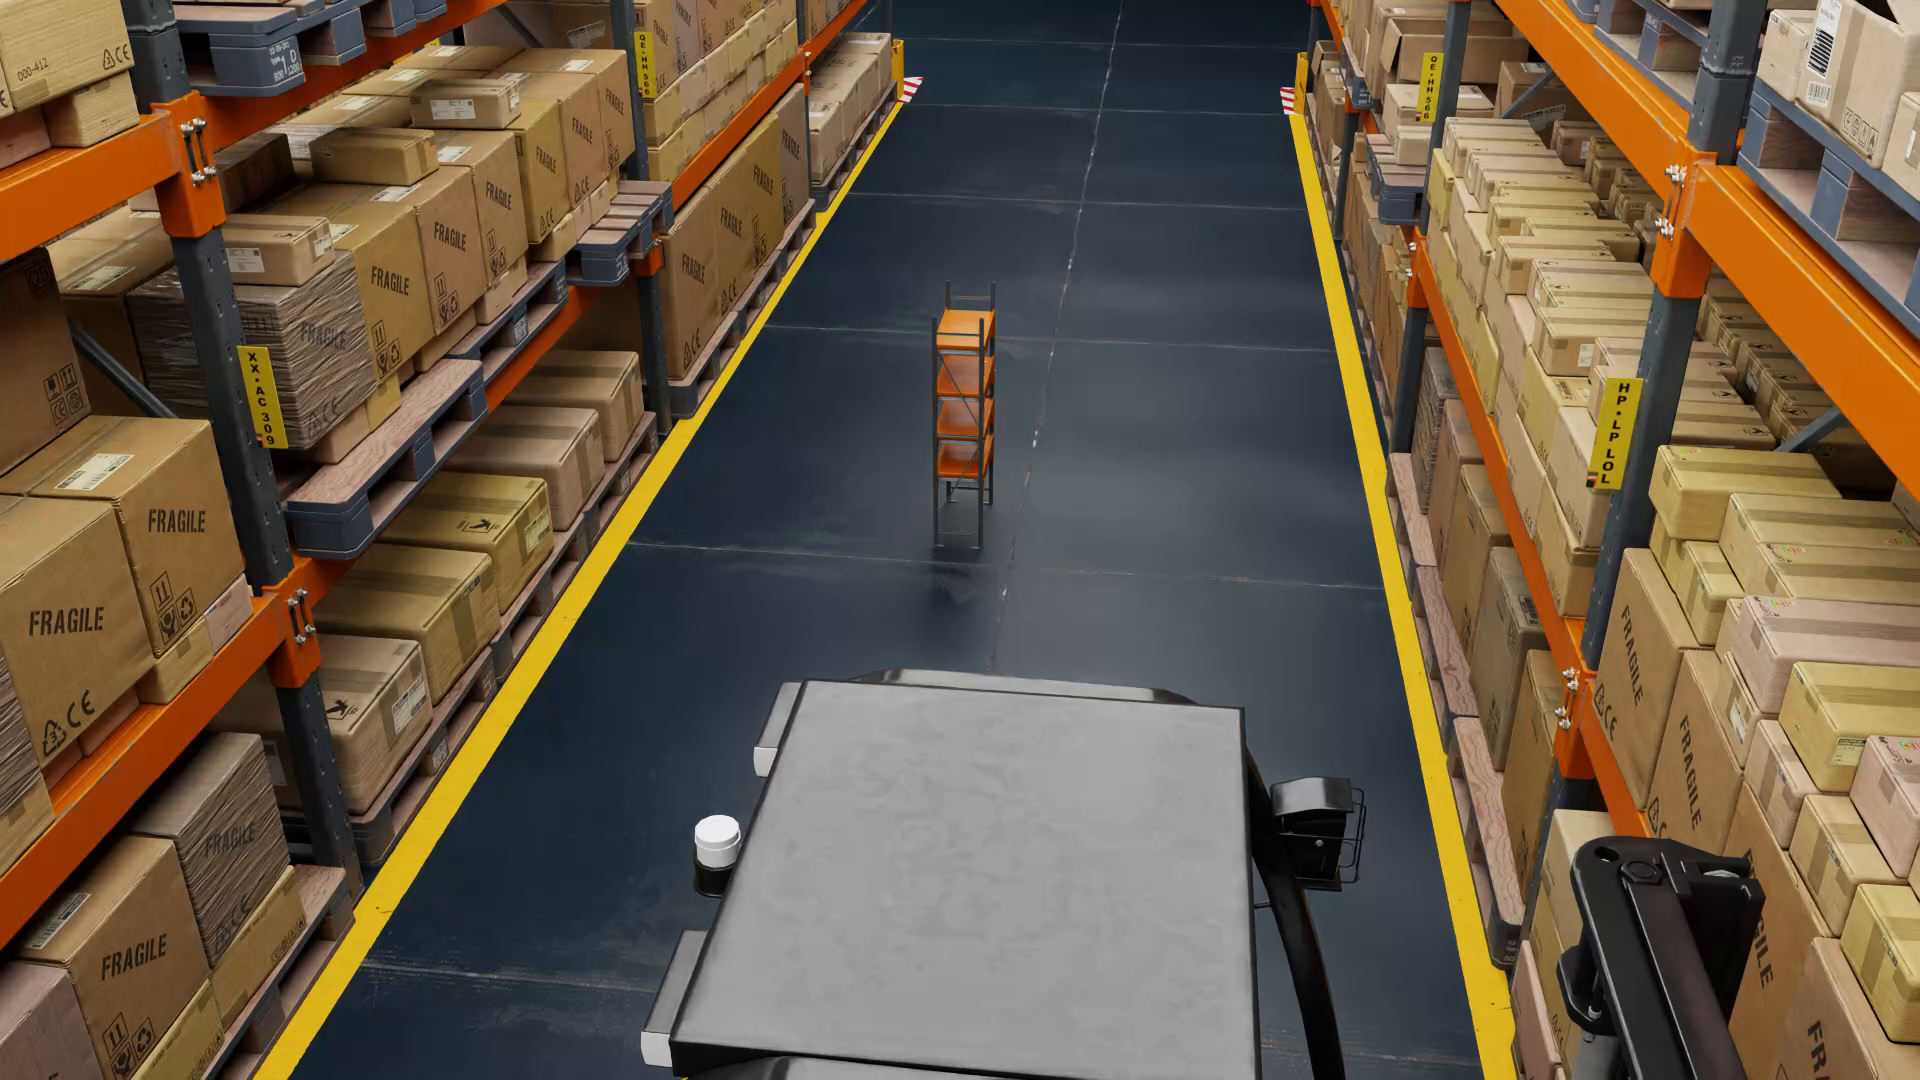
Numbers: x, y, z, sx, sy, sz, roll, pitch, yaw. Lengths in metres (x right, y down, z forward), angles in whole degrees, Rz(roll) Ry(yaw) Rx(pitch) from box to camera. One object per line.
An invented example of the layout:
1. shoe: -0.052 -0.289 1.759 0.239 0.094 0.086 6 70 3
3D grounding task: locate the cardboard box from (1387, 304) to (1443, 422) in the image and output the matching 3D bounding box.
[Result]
1. cardboard box: 2.633 -0.962 9.066 0.500 0.500 0.500 4 29 8

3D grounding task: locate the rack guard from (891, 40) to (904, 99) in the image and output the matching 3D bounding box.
1. rack guard: -1.149 -4.629 16.316 1.175 0.500 0.348 3 28 6

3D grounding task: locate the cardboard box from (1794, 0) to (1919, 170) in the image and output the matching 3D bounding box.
1. cardboard box: 1.961 -0.916 3.171 0.500 0.311 0.500 4 29 7

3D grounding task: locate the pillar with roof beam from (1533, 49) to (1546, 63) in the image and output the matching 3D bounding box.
1. pillar with roof beam: -0.008 -6.716 11.228 9.100 9.000 0.400 3 28 6

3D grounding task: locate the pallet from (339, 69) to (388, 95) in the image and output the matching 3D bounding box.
1. pallet: -6.221 -4.315 16.037 1.003 0.211 1.213 3 28 6

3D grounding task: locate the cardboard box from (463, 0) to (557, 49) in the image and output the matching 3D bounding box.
1. cardboard box: -2.328 -2.696 8.931 0.500 0.500 0.500 3 28 5

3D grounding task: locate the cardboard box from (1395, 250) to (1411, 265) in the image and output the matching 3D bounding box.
1. cardboard box: 2.683 -1.535 9.446 0.380 0.149 0.250 2 28 5

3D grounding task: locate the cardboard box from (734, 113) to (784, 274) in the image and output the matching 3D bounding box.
1. cardboard box: -1.741 -2.363 11.271 0.875 0.875 0.875 4 29 8

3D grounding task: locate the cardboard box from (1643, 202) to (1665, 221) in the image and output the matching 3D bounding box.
1. cardboard box: 2.925 -1.222 6.567 0.380 0.149 0.250 3 28 5

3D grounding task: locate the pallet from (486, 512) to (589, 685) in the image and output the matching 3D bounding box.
1. pallet: -2.381 0.215 7.628 1.003 0.211 1.213 3 28 6

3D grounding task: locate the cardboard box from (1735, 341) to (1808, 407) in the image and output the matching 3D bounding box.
1. cardboard box: 2.677 -0.507 5.239 0.380 0.149 0.250 3 28 6

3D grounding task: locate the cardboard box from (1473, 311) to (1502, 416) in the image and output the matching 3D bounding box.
1. cardboard box: 2.310 -0.682 6.512 0.500 0.250 0.500 4 29 8

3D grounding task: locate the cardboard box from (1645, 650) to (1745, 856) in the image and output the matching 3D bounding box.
1. cardboard box: 1.944 0.613 3.845 0.500 0.500 0.500 4 29 7

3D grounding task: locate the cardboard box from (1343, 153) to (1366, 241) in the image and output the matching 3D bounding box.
1. cardboard box: 3.002 -2.419 11.770 0.500 0.500 0.500 5 29 8

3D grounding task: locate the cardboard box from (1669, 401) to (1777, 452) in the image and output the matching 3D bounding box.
1. cardboard box: 2.126 -0.287 4.830 0.380 0.149 0.250 4 29 8

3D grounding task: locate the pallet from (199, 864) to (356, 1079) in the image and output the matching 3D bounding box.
1. pallet: -2.669 1.476 5.288 1.003 0.211 1.213 3 28 6

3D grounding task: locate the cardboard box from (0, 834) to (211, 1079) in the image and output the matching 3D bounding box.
1. cardboard box: -2.489 1.159 4.602 0.500 0.500 0.500 4 29 7

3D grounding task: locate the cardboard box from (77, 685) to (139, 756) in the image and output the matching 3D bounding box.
1. cardboard box: -2.492 0.446 4.525 0.380 0.149 0.250 3 29 6

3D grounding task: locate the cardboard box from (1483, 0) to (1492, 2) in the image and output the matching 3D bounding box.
1. cardboard box: 3.614 -3.831 12.044 0.500 0.250 0.500 3 28 6

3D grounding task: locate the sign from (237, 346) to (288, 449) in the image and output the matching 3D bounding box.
1. sign: -2.083 -0.423 4.960 0.100 0.325 0.005 3 28 6

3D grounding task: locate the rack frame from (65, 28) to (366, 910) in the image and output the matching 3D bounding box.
1. rack frame: -2.622 -0.070 5.217 1.000 3.000 0.127 3 28 6

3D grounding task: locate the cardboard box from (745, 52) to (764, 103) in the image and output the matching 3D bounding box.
1. cardboard box: -1.591 -3.068 10.940 0.500 0.250 0.500 3 28 5

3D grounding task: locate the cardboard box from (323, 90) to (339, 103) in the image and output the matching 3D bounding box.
1. cardboard box: -5.970 -4.142 15.338 0.380 0.149 0.250 2 28 4

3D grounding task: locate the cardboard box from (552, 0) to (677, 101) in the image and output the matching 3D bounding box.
1. cardboard box: -1.829 -2.655 8.856 0.500 0.500 0.500 2 28 5

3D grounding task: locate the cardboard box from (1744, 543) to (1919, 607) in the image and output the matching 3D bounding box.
1. cardboard box: 2.006 0.138 3.729 0.380 0.149 0.250 3 28 5

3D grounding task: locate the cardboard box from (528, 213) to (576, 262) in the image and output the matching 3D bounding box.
1. cardboard box: -1.945 -1.359 7.432 0.380 0.149 0.250 4 29 7

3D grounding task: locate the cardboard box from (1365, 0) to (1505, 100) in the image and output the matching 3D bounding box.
1. cardboard box: 2.844 -2.950 10.015 0.700 0.500 0.500 3 28 6

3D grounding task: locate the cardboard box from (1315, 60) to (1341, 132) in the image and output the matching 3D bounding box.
1. cardboard box: 3.463 -3.834 14.396 0.700 0.500 0.500 4 29 8

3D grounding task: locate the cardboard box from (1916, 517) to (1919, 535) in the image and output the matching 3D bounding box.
1. cardboard box: 2.494 0.040 3.911 0.380 0.149 0.250 3 28 5

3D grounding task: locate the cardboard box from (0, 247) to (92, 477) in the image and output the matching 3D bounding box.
1. cardboard box: -2.891 -0.491 4.525 0.700 0.500 0.500 3 28 6

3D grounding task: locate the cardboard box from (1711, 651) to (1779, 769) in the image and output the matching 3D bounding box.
1. cardboard box: 1.866 0.380 3.593 0.380 0.149 0.250 4 29 7

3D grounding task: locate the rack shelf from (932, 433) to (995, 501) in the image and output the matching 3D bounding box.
1. rack shelf: 0.020 -0.372 8.236 0.258 0.148 0.480 3 28 6

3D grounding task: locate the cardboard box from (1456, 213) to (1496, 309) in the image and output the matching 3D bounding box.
1. cardboard box: 2.353 -1.145 6.843 0.500 0.250 0.500 3 28 5

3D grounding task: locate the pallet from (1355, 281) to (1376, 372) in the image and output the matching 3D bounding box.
1. pallet: 3.076 -1.360 10.553 1.003 0.211 1.213 3 28 6

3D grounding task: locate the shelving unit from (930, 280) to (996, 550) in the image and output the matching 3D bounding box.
1. shelving unit: 0.020 -0.606 8.110 0.258 1.200 0.503 3 28 6

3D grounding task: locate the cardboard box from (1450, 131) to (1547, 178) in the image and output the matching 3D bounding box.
1. cardboard box: 2.432 -1.737 7.523 0.380 0.149 0.250 4 29 7

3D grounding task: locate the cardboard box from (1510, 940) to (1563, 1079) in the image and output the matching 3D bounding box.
1. cardboard box: 1.917 1.451 4.851 0.500 0.250 0.500 4 29 7

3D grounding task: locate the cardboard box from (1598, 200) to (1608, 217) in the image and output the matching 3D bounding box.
1. cardboard box: 2.955 -1.352 7.228 0.500 0.250 0.500 4 29 7

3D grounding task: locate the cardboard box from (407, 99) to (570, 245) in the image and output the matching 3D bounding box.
1. cardboard box: -2.025 -1.601 7.197 0.500 0.500 0.500 1 28 3

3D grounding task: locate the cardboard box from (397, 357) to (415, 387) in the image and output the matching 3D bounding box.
1. cardboard box: -2.243 -0.641 6.099 0.380 0.149 0.250 5 29 9

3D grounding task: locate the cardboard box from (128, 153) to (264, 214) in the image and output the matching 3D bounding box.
1. cardboard box: -2.718 -1.271 5.901 0.380 0.149 0.250 3 28 5

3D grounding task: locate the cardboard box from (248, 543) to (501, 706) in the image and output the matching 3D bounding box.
1. cardboard box: -2.476 0.316 6.828 0.950 0.372 0.625 5 29 9

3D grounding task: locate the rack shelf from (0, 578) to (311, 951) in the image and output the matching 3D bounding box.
1. rack shelf: -2.867 1.188 3.640 1.077 0.370 4.000 3 28 6

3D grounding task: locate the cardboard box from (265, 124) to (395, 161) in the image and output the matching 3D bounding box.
1. cardboard box: -2.601 -1.383 6.793 0.500 0.500 0.500 2 28 4

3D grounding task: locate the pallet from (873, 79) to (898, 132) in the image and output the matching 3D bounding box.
1. pallet: -1.172 -4.110 15.657 1.003 0.211 1.213 3 28 6

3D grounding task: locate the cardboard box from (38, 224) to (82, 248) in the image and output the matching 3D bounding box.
1. cardboard box: -6.538 -2.315 11.576 0.500 0.500 0.500 3 28 5

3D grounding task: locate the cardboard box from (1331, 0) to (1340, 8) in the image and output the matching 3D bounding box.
1. cardboard box: 3.243 -4.454 13.619 0.380 0.149 0.250 4 29 7

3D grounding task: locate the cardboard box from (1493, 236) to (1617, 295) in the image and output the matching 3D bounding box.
1. cardboard box: 2.209 -1.019 6.190 0.380 0.149 0.250 3 28 5

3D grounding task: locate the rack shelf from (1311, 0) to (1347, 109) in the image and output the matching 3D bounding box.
1. rack shelf: 3.530 -4.174 13.593 1.077 0.370 4.000 3 28 6

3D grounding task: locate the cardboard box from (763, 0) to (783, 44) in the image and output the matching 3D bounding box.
1. cardboard box: -1.508 -3.532 11.275 0.500 0.250 0.500 4 29 7
